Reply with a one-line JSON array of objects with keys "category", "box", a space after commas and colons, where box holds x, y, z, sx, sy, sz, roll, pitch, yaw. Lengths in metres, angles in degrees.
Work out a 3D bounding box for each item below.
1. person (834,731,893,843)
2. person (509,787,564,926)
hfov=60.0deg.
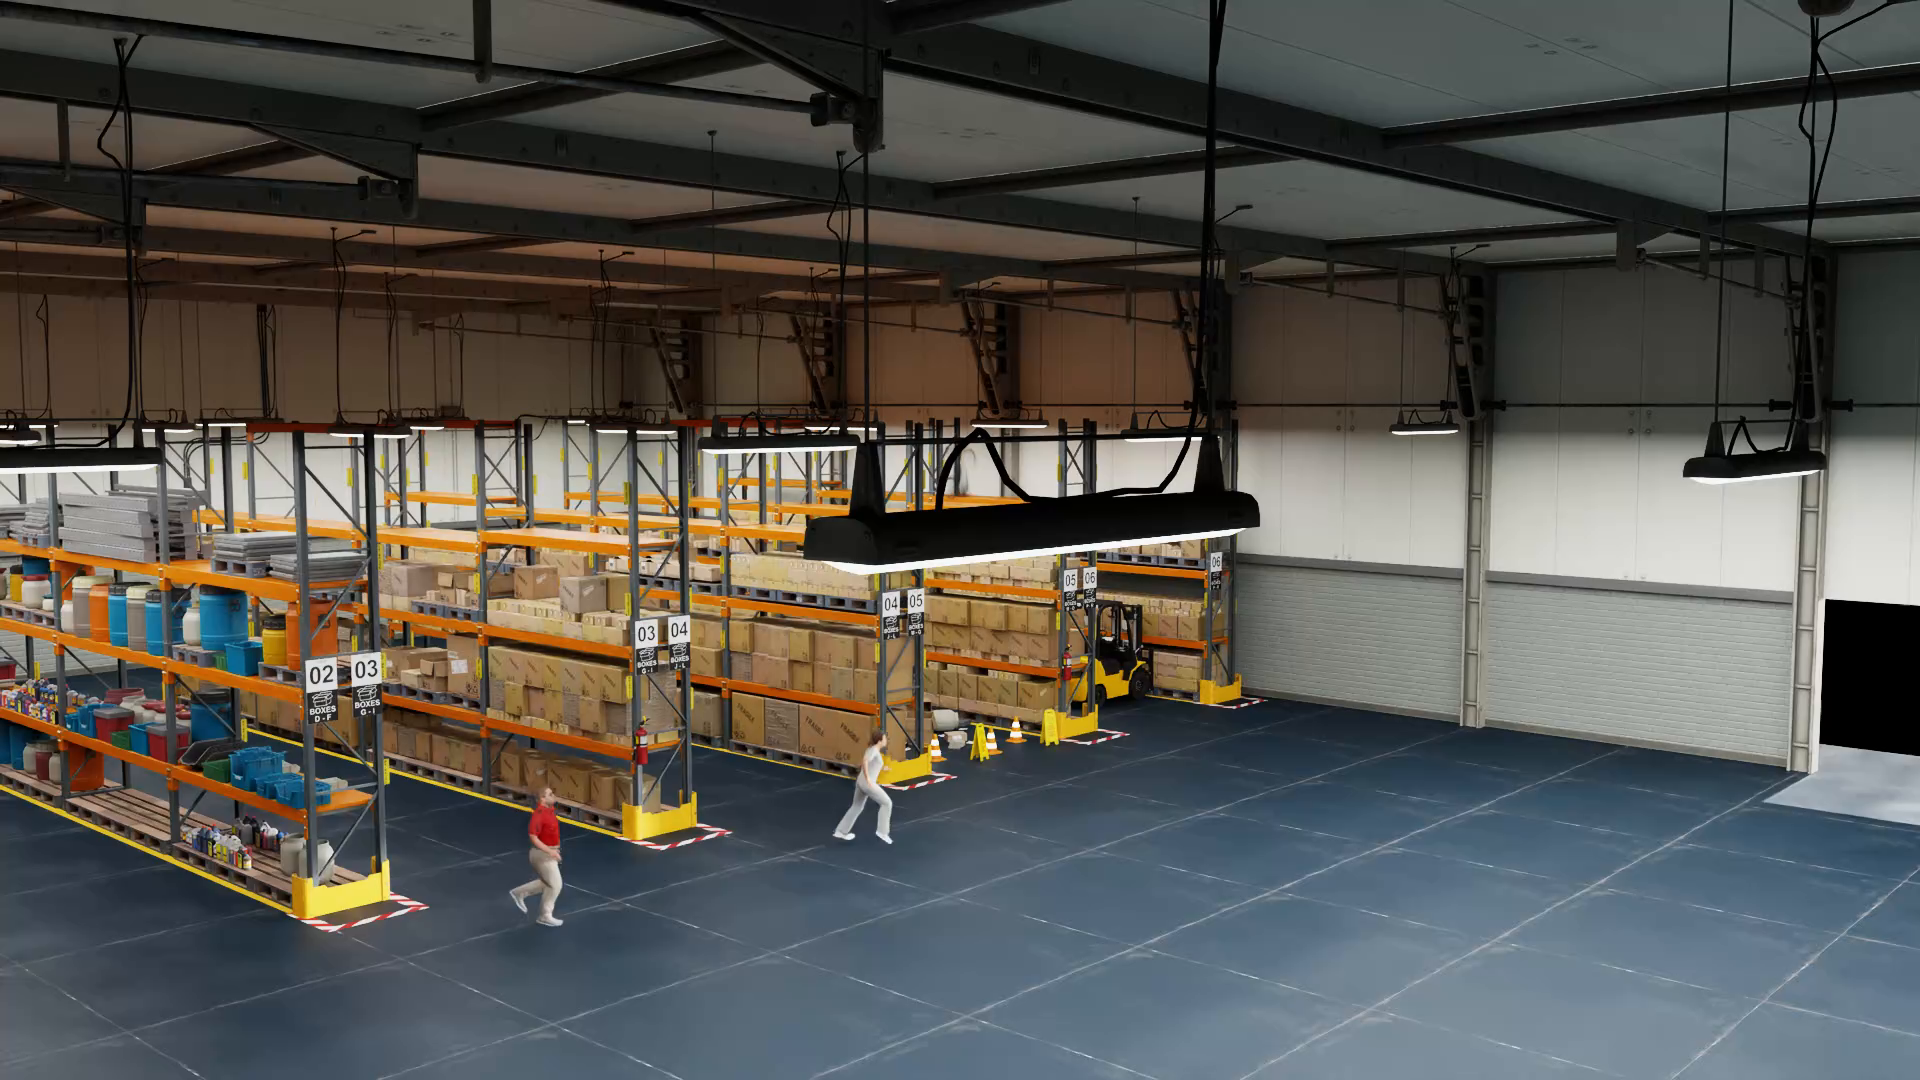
[{"category": "person", "box": [-1.373, 3.573, 23.947, 0.888, 1.651, 0.581, -1, 5, -14]}, {"category": "person", "box": [-5.158, 3.845, 20.228, 0.666, 1.717, 0.673, -1, 5, -6]}]
